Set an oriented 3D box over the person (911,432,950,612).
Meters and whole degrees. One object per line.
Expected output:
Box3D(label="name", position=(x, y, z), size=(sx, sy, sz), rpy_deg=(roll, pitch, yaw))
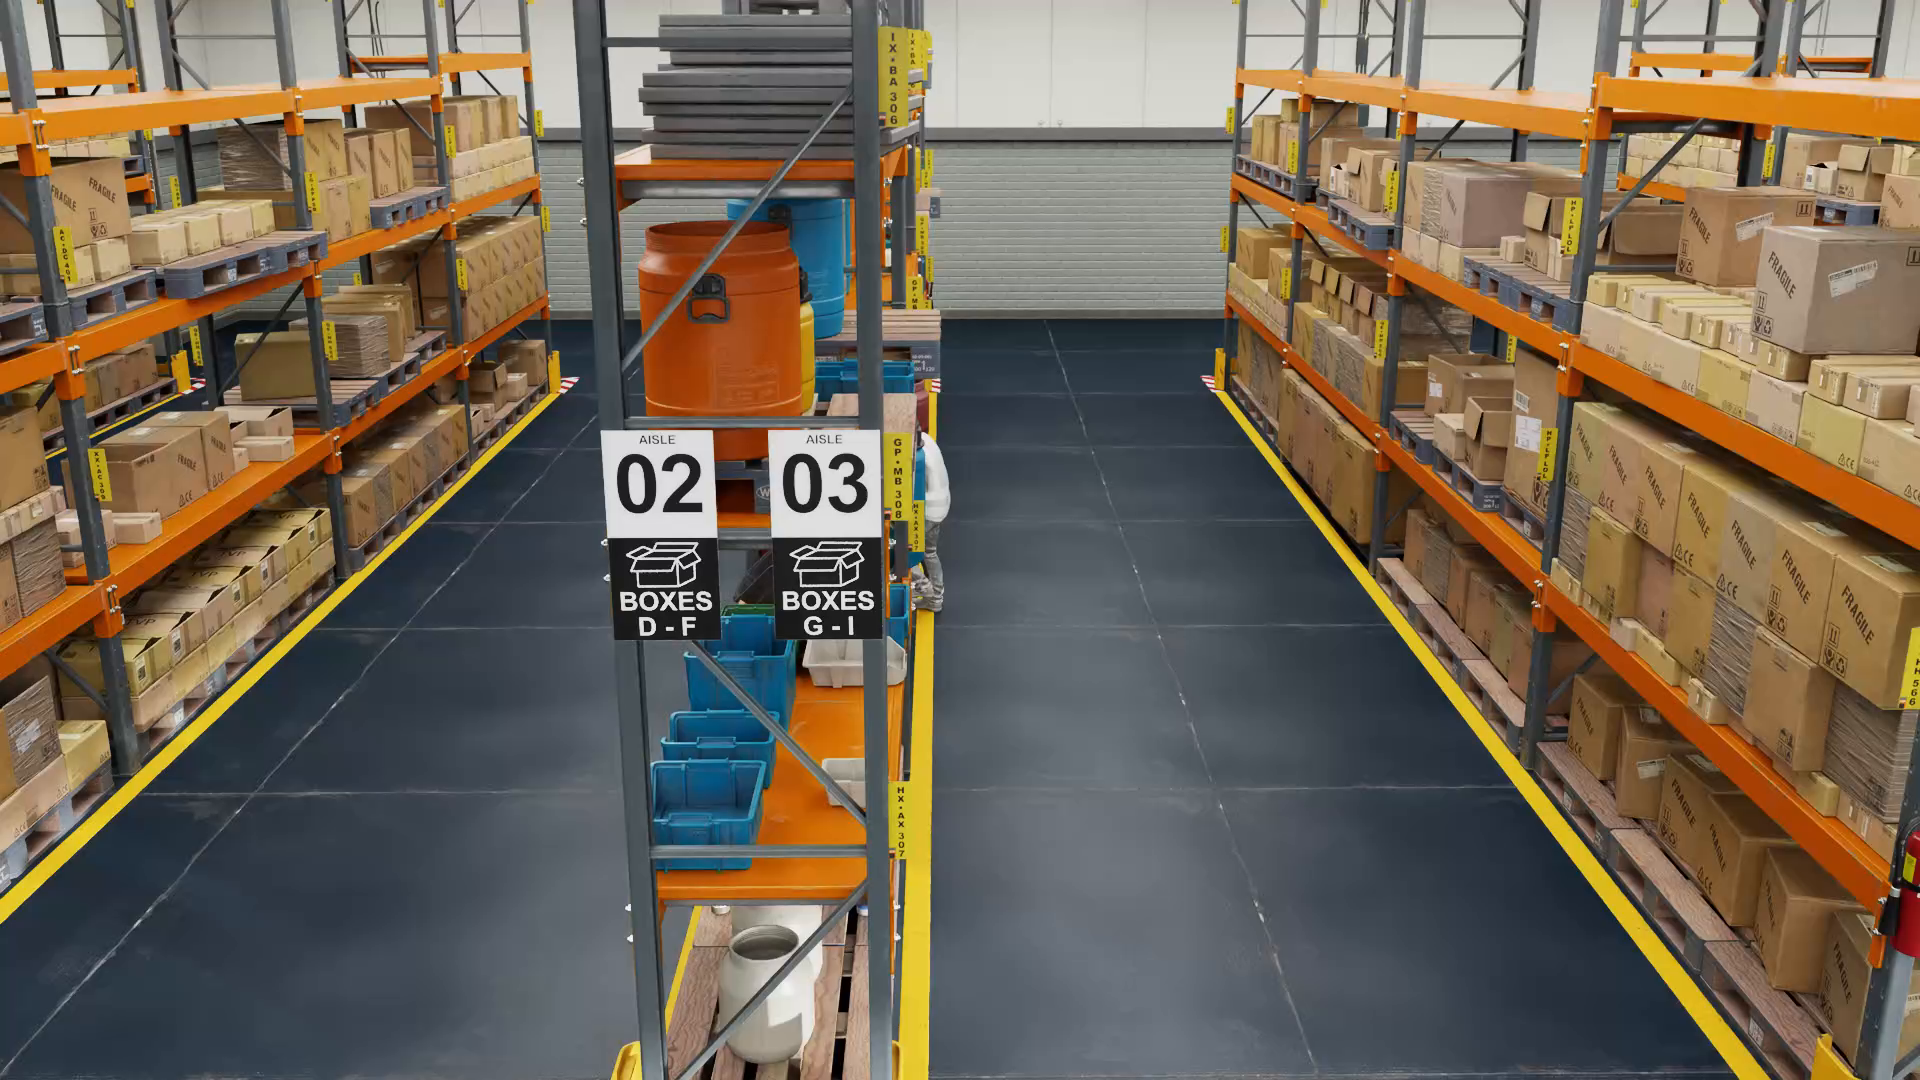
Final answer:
Box3D(label="person", position=(-0.358, -0.217, 13.276), size=(0.541, 1.751, 0.633), rpy_deg=(4, 17, 13))
